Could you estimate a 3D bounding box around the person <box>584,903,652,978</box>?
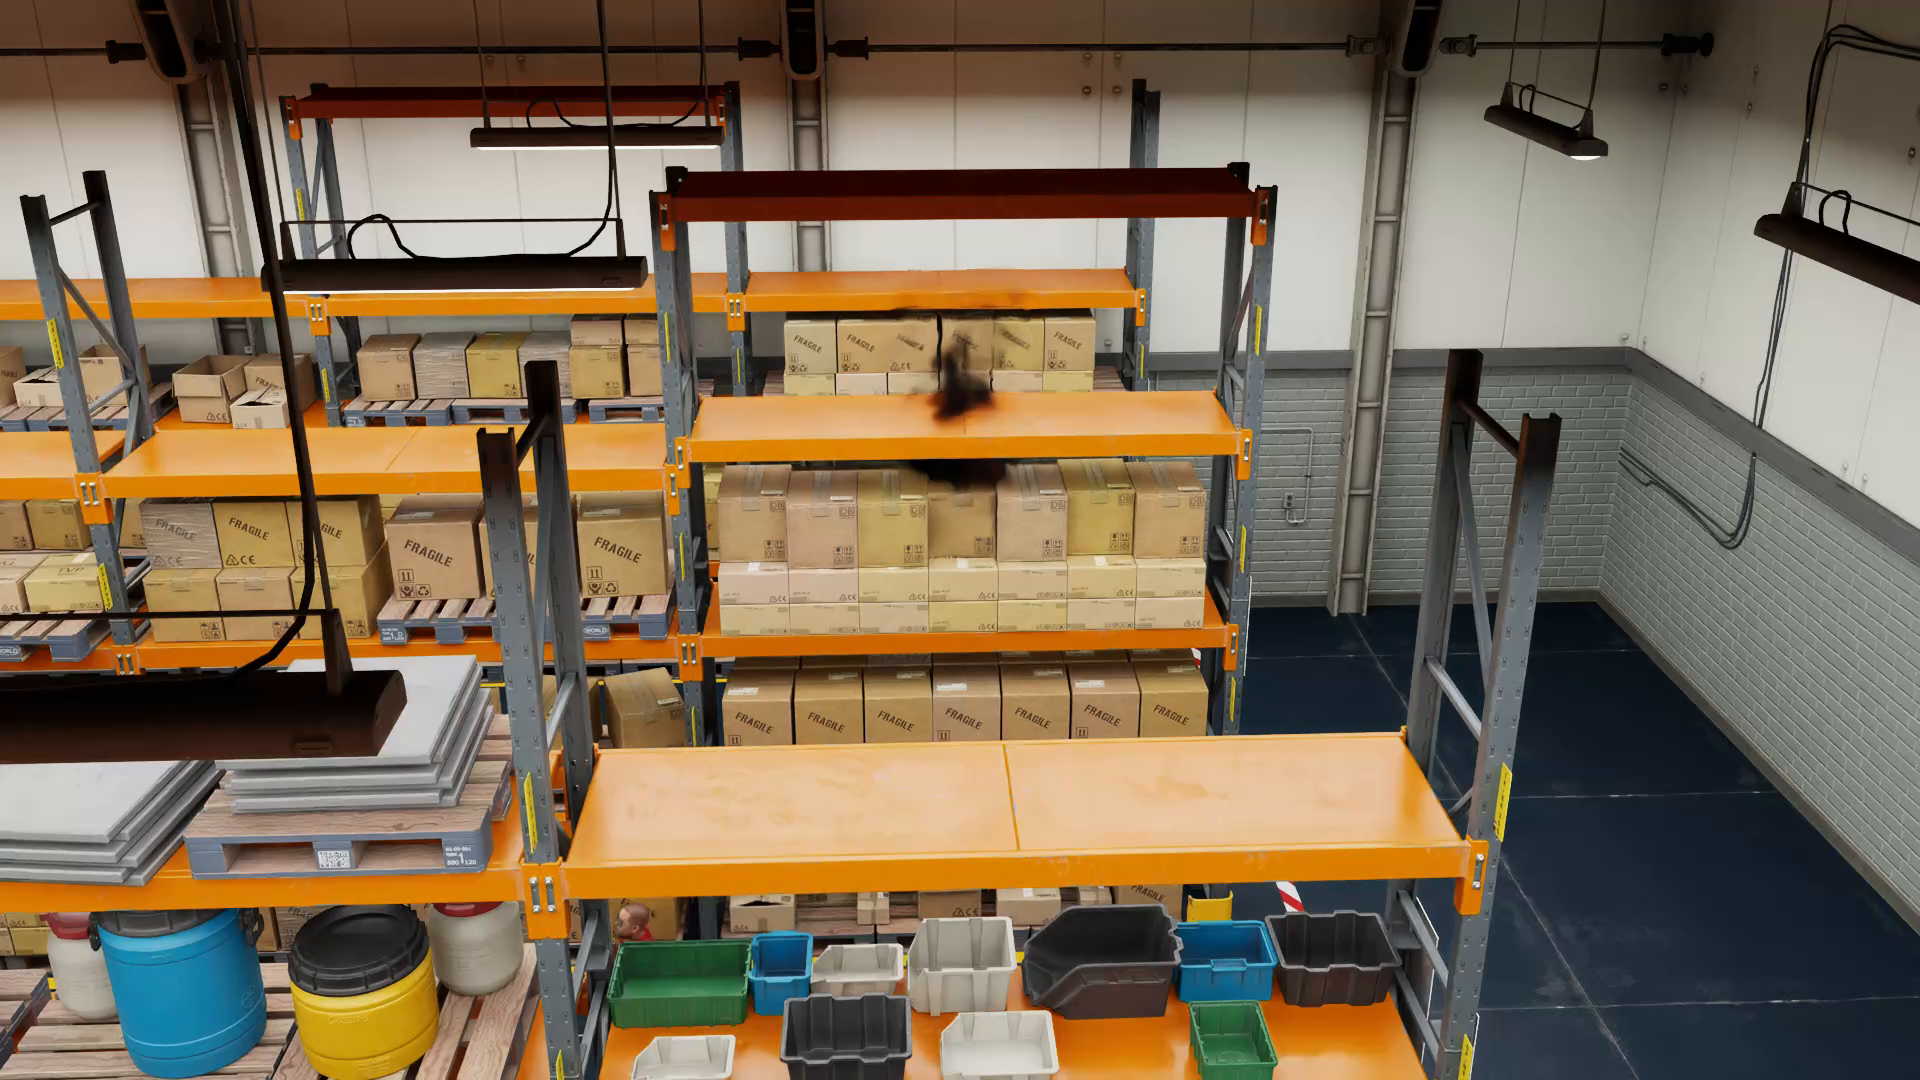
[{"bbox_3d":[-2.219,3.176,11.082,0.617,1.704,0.648,-5,23,-12],"label":"person"}]
